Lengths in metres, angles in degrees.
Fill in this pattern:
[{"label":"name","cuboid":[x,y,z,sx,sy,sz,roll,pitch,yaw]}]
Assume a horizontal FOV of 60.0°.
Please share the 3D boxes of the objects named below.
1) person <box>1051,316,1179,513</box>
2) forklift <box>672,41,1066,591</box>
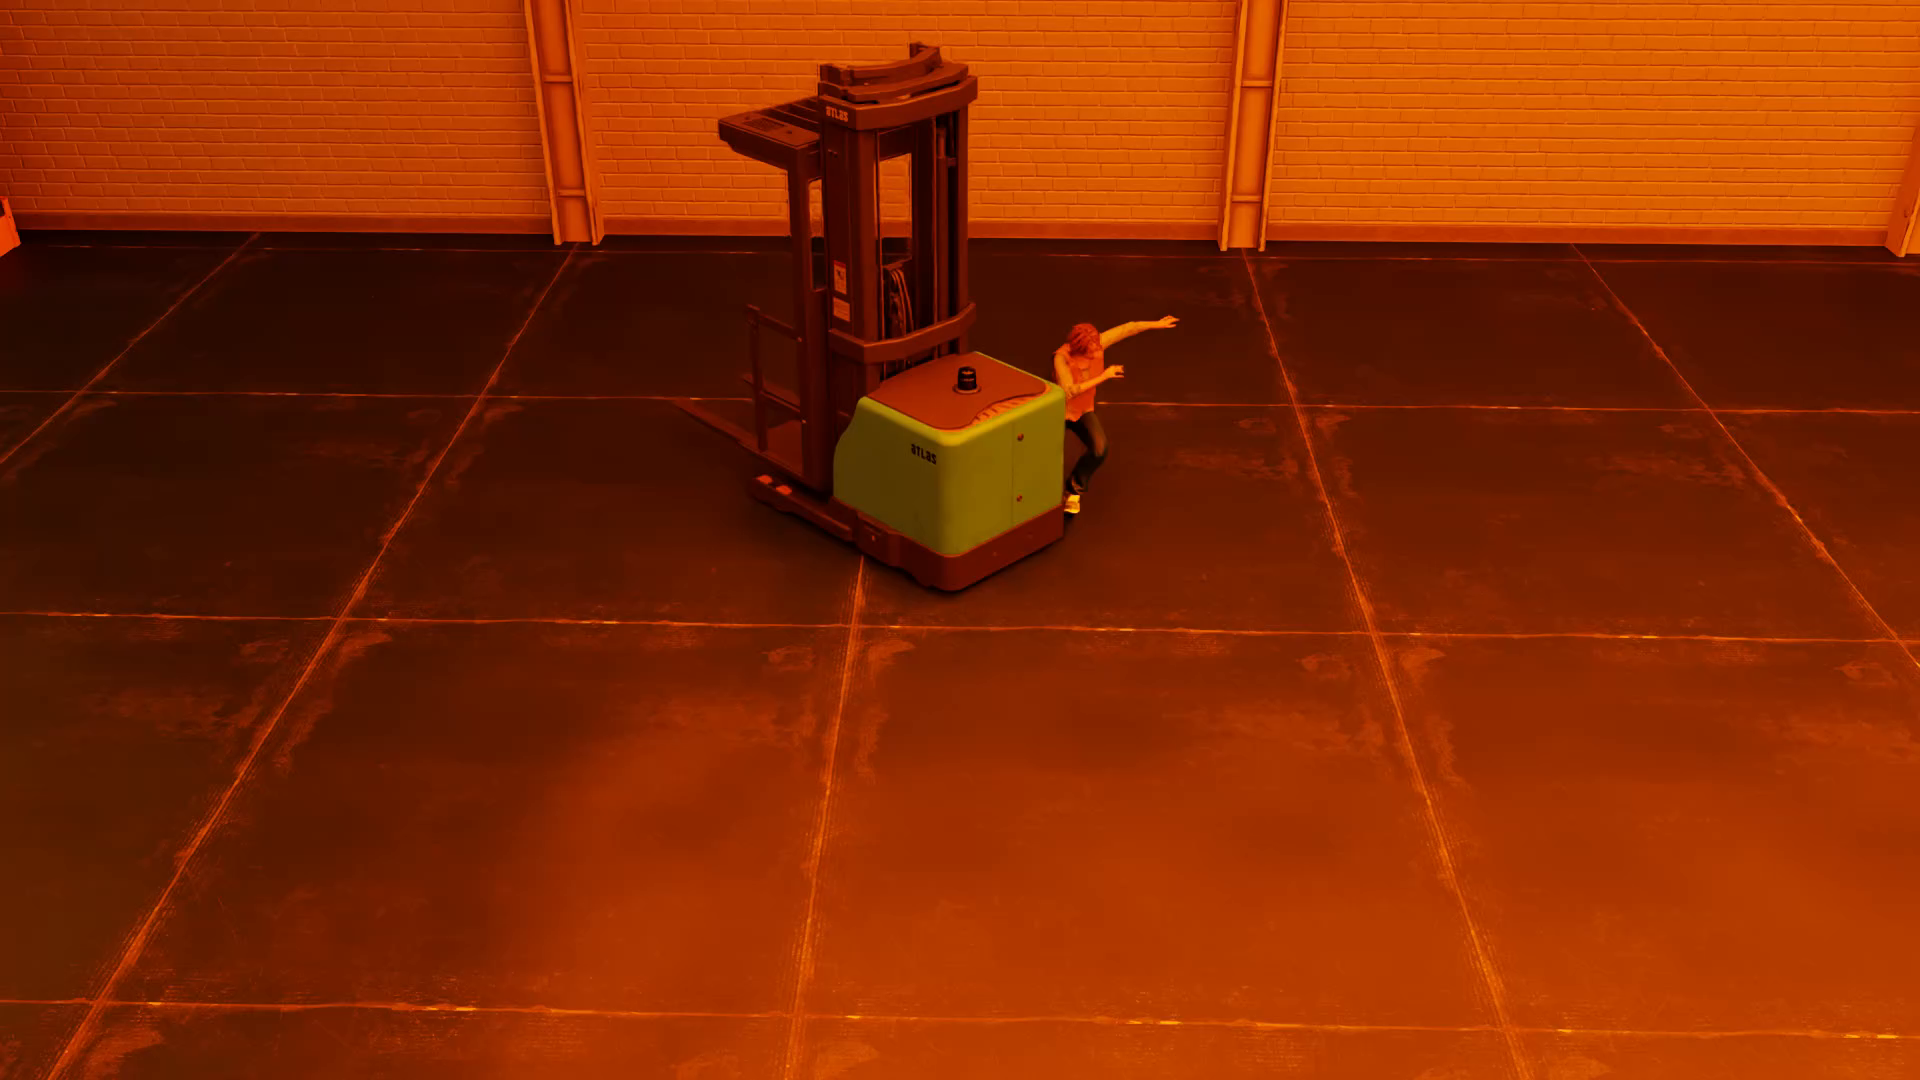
[{"label":"person","cuboid":[0.866,-0.815,10.603,1.310,1.252,0.657,-12,33,-20]},{"label":"forklift","cuboid":[-0.737,-1.612,10.348,1.130,2.935,3.031,-26,39,-37]}]
